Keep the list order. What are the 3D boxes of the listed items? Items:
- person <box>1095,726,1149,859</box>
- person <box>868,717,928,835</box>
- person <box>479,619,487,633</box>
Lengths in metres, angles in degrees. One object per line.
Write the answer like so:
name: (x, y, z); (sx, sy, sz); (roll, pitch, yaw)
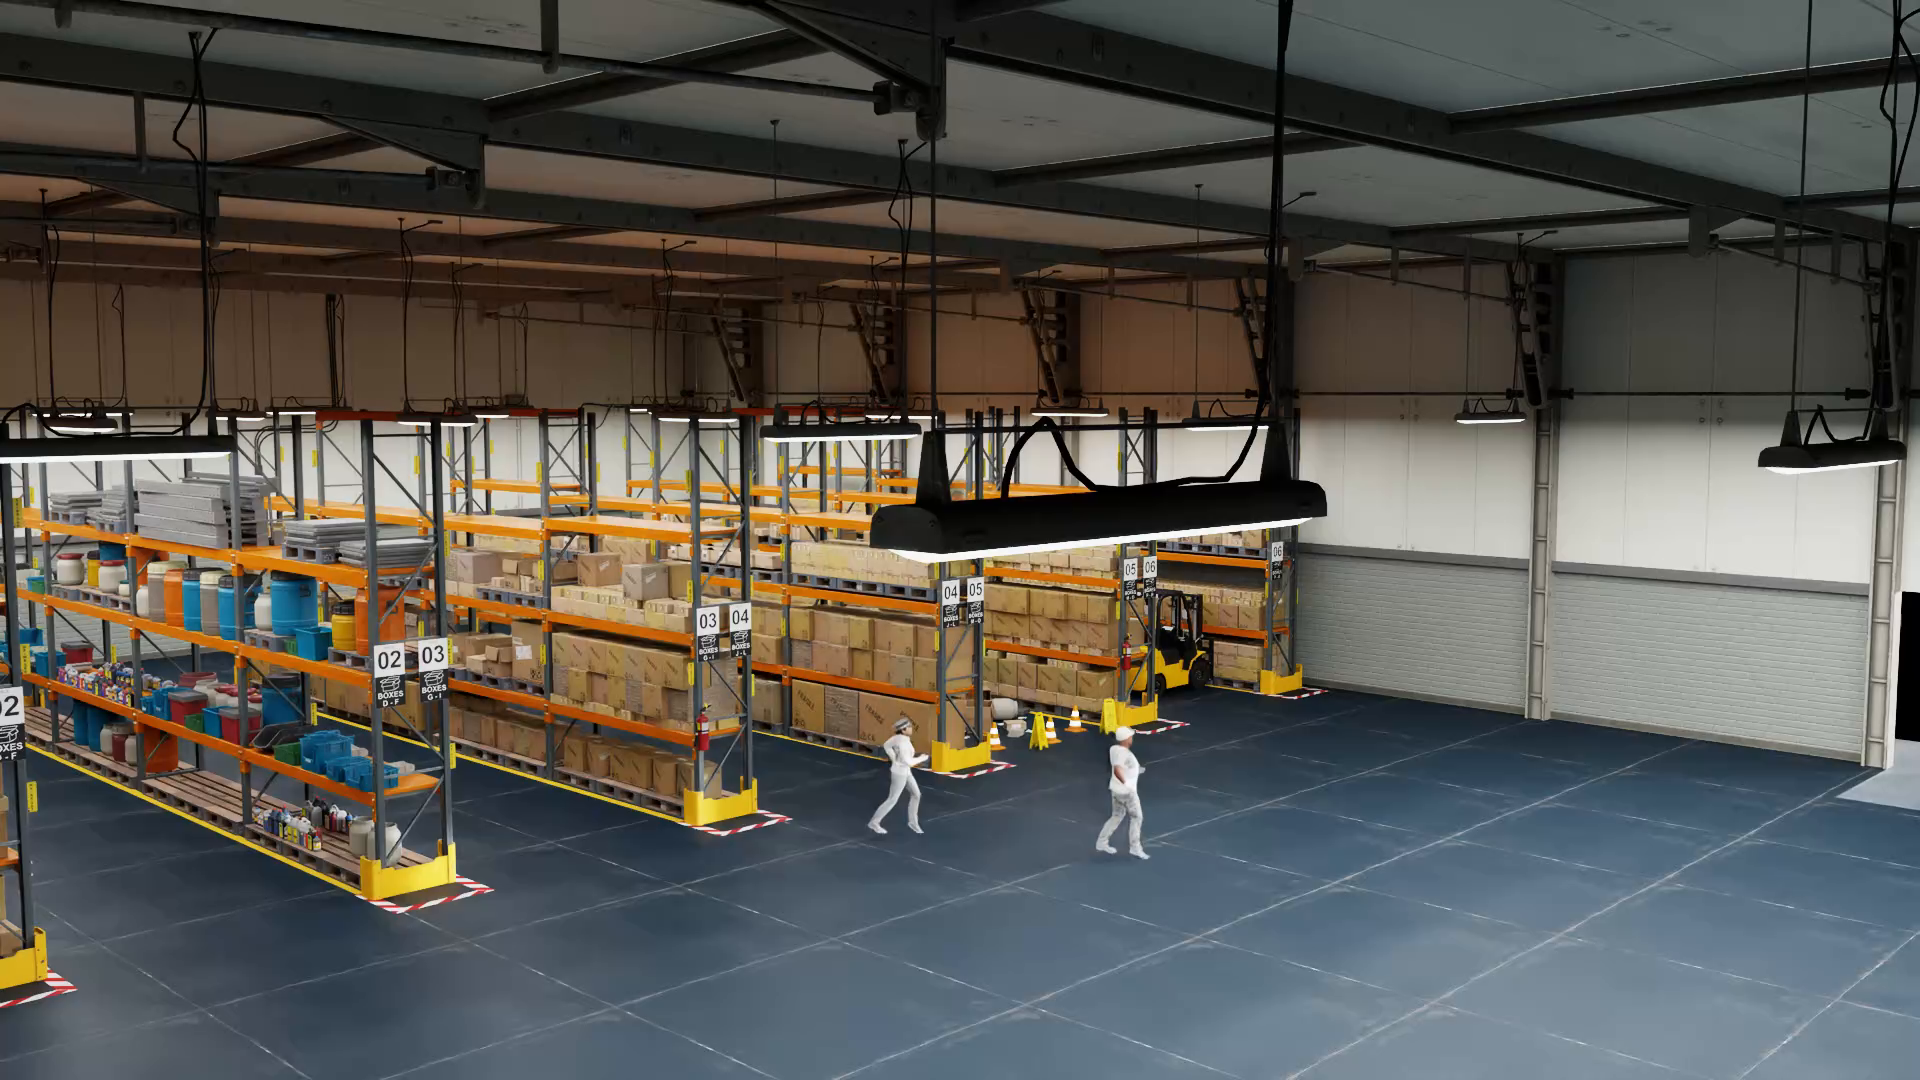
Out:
person: (2.211, 3.443, 22.609); (0.741, 1.835, 0.674); (-2, 5, -17)
person: (-0.890, 3.386, 23.770); (0.878, 1.741, 0.623); (0, 5, -5)
person: (-11.746, 1.884, 40.697); (0.590, 1.690, 0.734); (0, 5, -3)
